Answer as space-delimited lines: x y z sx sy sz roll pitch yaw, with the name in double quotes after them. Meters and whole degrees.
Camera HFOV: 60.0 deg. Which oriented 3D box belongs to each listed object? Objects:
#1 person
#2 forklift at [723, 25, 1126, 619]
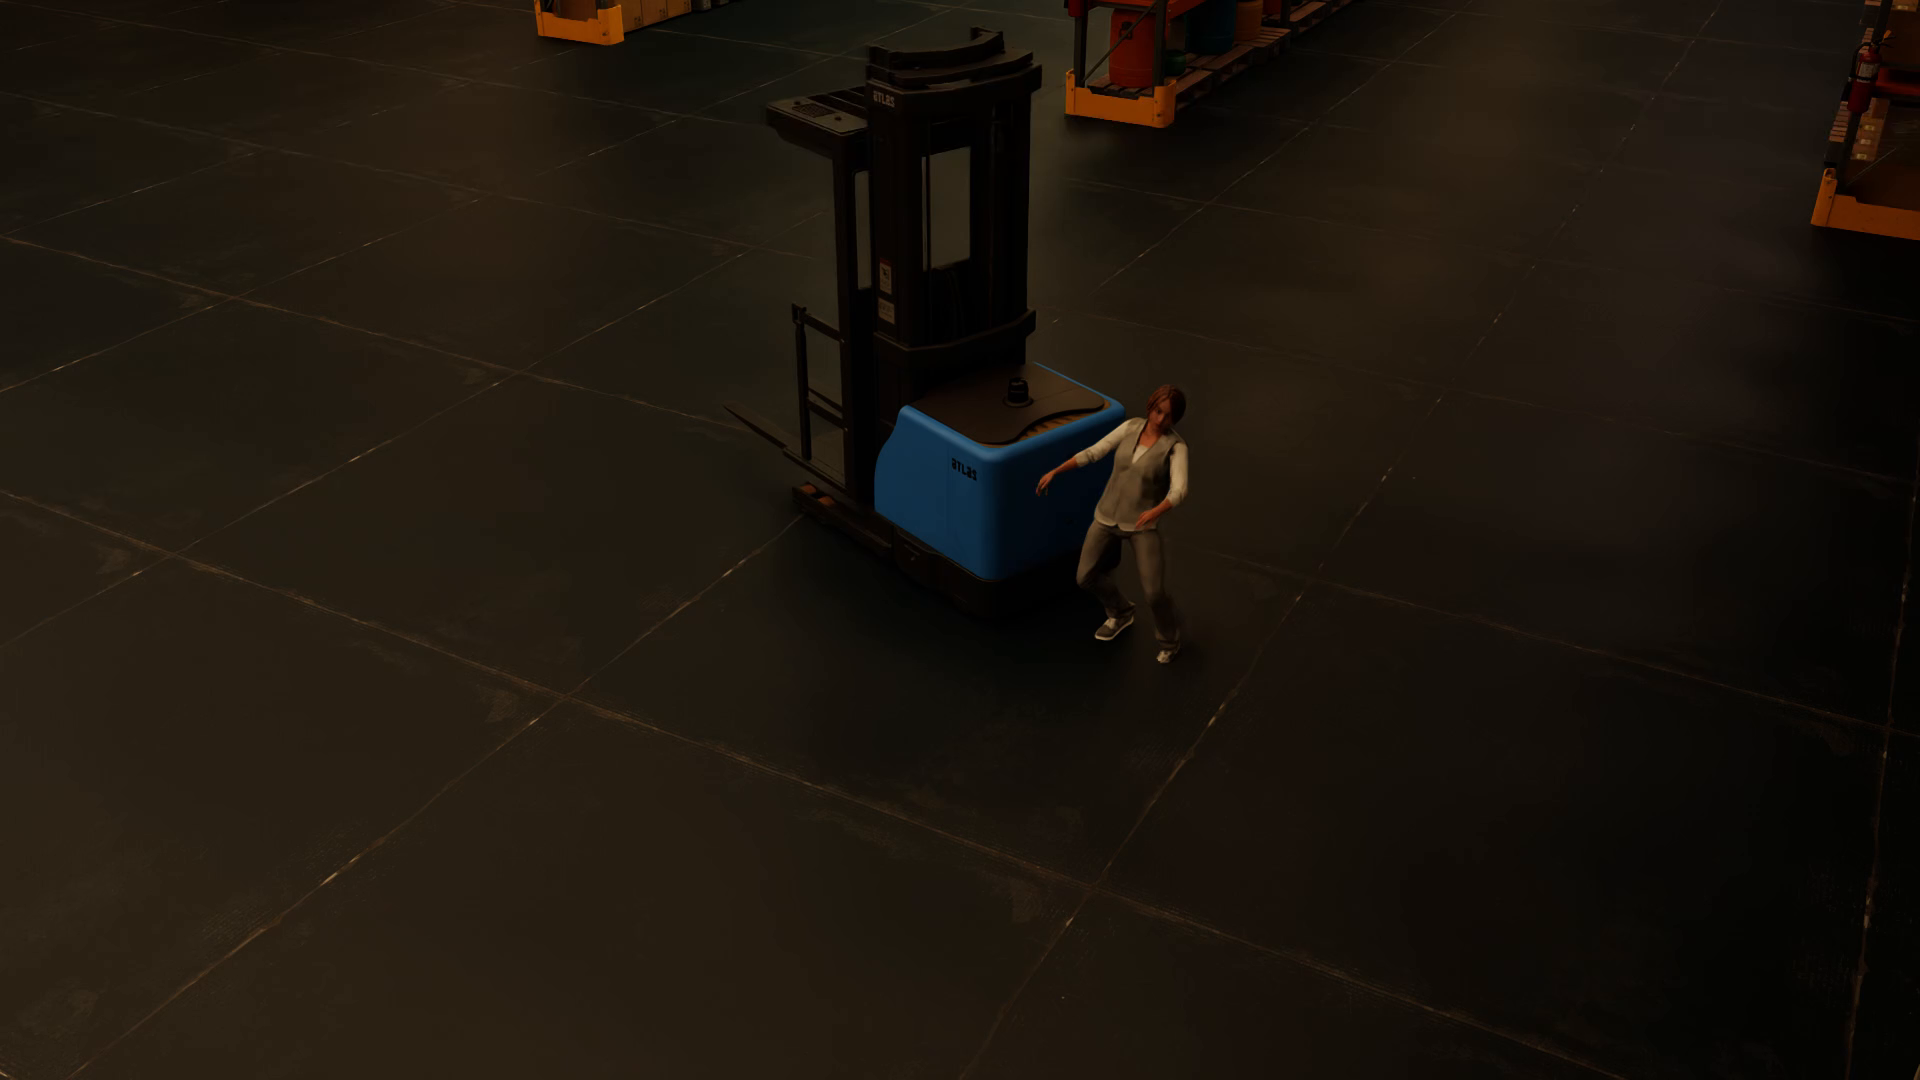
0.783 -0.042 8.674 0.817 1.543 0.691 15 33 24 "person"
-0.382 -1.507 9.682 1.130 2.935 3.031 -22 37 -33 "forklift"
